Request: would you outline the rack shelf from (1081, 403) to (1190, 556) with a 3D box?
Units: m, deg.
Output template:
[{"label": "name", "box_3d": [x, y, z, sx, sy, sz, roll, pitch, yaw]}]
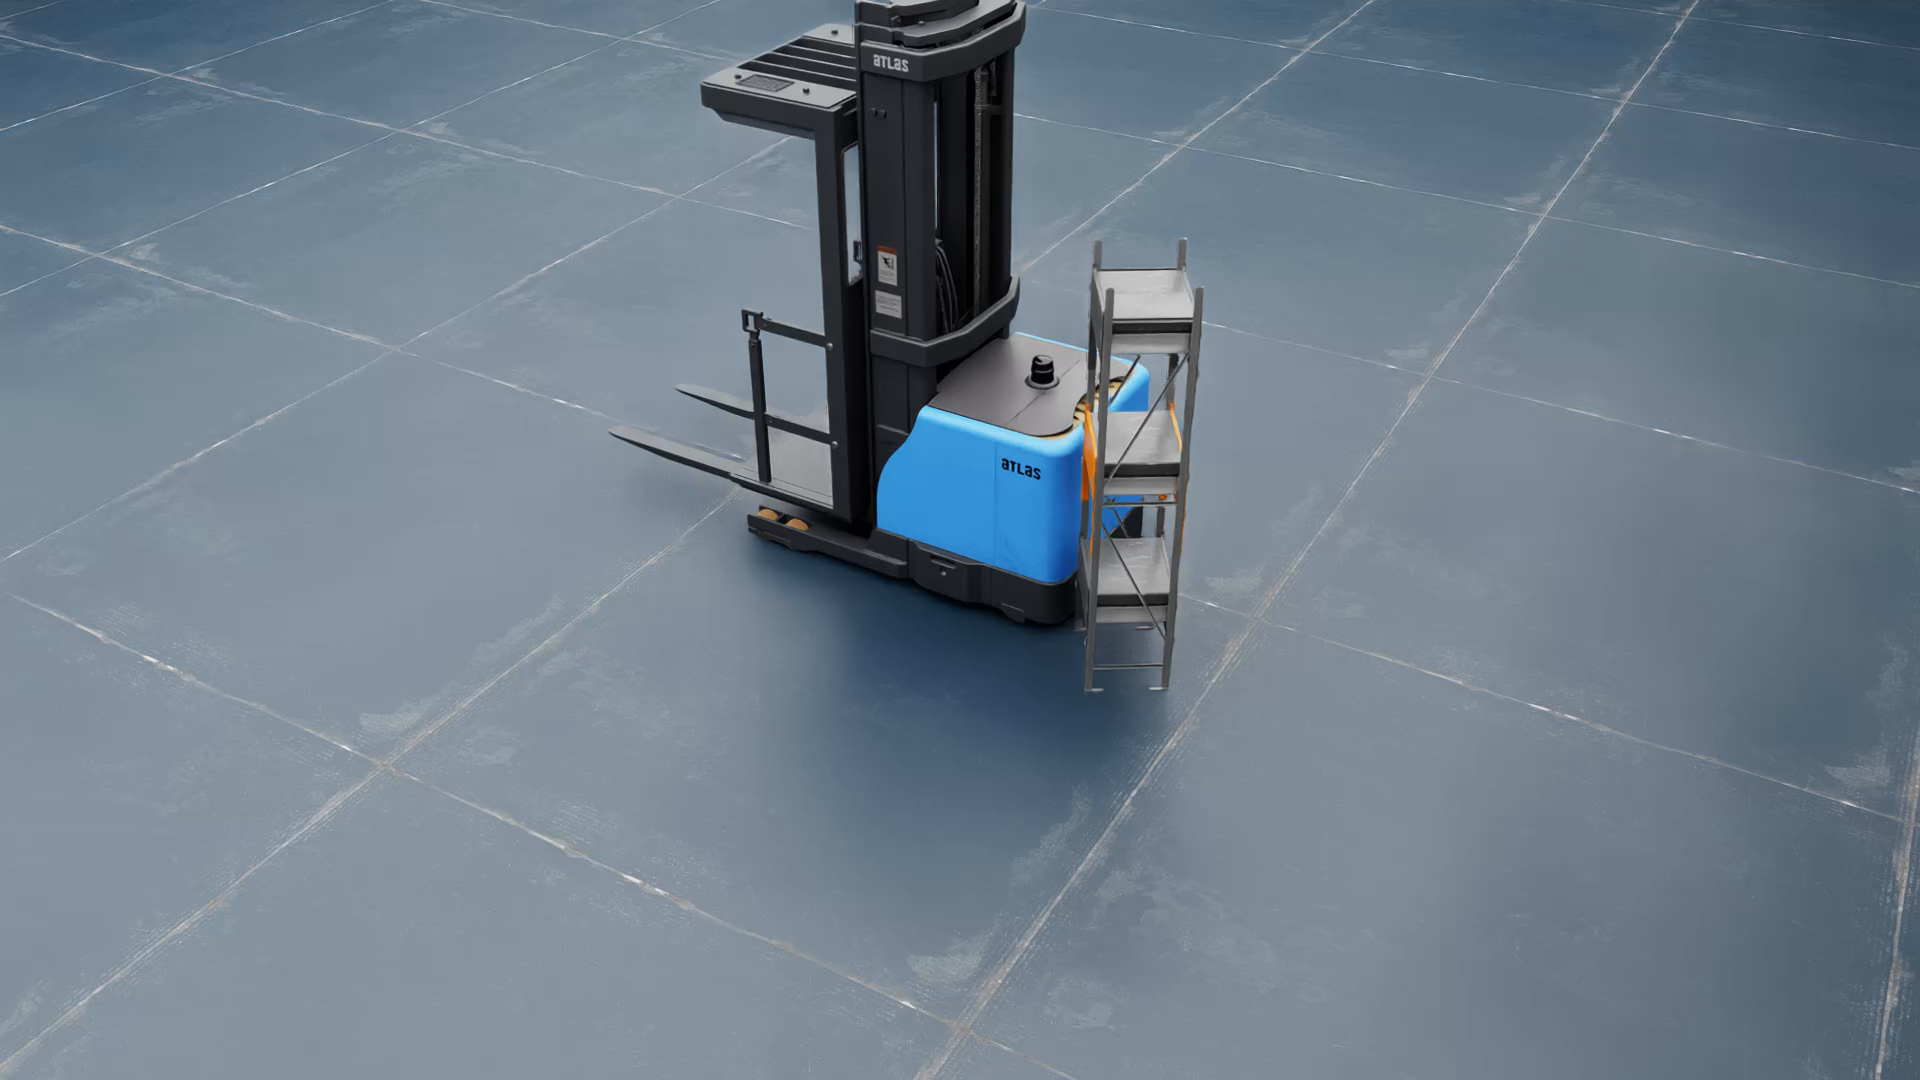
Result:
[{"label": "rack shelf", "box_3d": [0.788, -0.278, 7.569, 0.431, 0.518, 0.480, -1, 34, -1]}]

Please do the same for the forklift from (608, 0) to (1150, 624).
[{"label": "forklift", "box_3d": [-0.556, -1.397, 8.474, 3.031, 2.935, 1.130, 18, 38, 25]}]

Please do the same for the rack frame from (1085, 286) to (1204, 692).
[{"label": "rack frame", "box_3d": [0.795, -0.154, 7.358, 0.400, 2.100, 0.015, -1, 34, -1]}]

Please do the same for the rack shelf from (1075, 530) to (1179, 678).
[{"label": "rack shelf", "box_3d": [0.788, 0.304, 7.957, 0.431, 0.518, 0.480, -1, 34, -1]}]

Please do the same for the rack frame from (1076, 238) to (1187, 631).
[{"label": "rack frame", "box_3d": [0.781, -0.425, 7.764, 0.400, 2.100, 0.015, -1, 34, -1]}]

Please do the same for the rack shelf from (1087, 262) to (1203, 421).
[{"label": "rack shelf", "box_3d": [0.788, -0.861, 7.181, 0.431, 0.518, 0.480, -1, 34, -1]}]

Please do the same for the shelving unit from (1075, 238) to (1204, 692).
[{"label": "shelving unit", "box_3d": [0.788, -0.290, 7.561, 0.431, 2.100, 0.503, -1, 34, -1]}]
